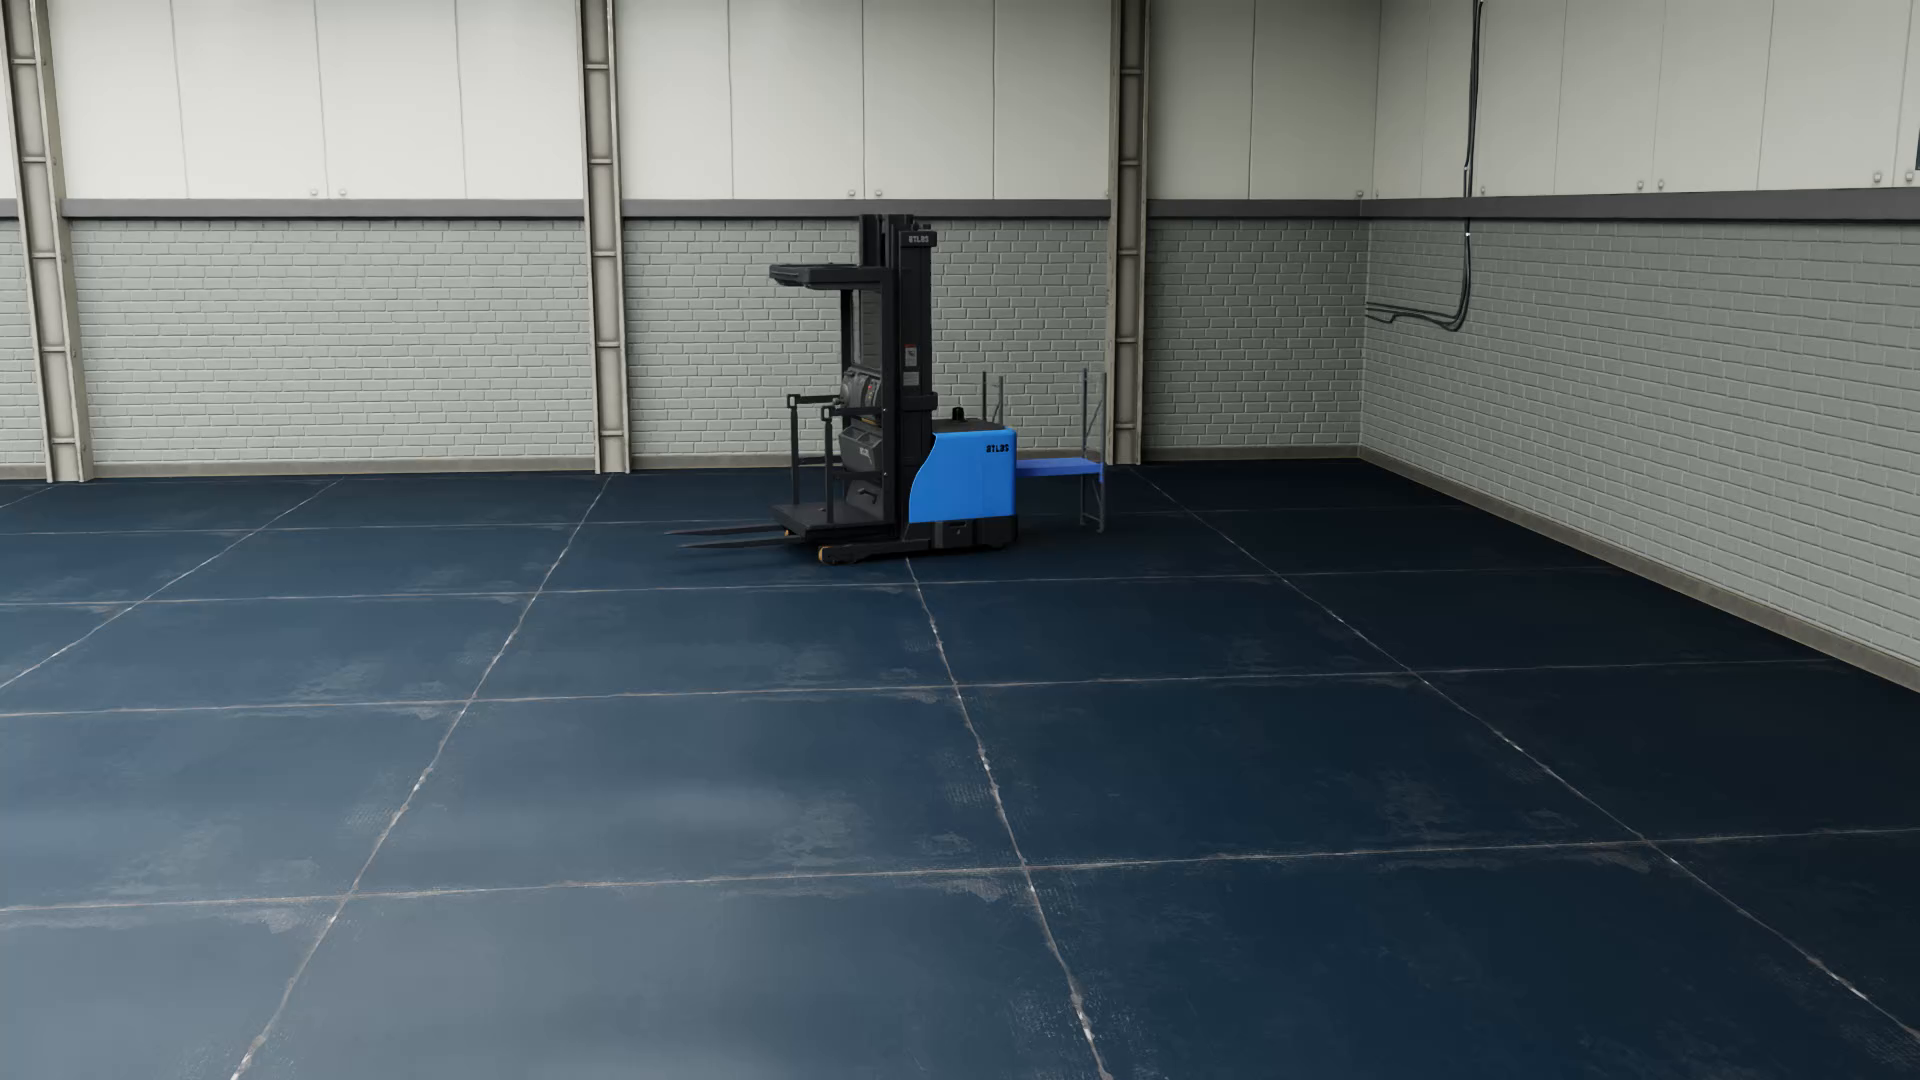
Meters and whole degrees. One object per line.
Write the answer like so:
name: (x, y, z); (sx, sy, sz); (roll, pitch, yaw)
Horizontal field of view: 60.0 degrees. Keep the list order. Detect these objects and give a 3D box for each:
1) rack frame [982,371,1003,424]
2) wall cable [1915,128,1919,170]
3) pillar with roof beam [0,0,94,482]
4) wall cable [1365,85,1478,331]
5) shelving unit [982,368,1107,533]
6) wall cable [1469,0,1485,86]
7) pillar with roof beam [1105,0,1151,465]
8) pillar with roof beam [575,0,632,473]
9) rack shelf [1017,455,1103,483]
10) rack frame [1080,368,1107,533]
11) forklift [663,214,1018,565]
rack frame: (0.297, -0.787, 15.365); (0.032, 1.500, 0.500); (-4, 12, -19)
wall cable: (6.027, -4.996, 8.517); (0.169, 6.003, 2.305); (-1, 11, -6)
pillar with roof beam: (-9.519, -4.264, 13.614); (0.400, 9.000, 9.100); (-1, 11, -6)
wall cable: (5.017, -3.624, 18.406); (0.112, 2.526, 3.097); (-1, 11, -6)
shelving unit: (0.778, -0.819, 15.527); (1.048, 1.500, 0.538); (-4, 12, -19)
wall cable: (5.309, -5.583, 15.280); (0.112, 2.526, 3.097); (-1, 11, -6)
pillar with roof beam: (2.411, -4.514, 14.885); (0.400, 9.000, 9.100); (-1, 11, -6)
pillar with roof beam: (-3.554, -4.389, 14.250); (0.400, 9.000, 9.100); (-1, 11, -6)
rack shelf: (0.778, -0.642, 15.562); (1.000, 0.185, 0.538); (-4, 12, -19)
rack frame: (1.259, -0.851, 15.689); (0.032, 1.500, 0.500); (-4, 12, -19)
forklift: (-1.050, -1.337, 14.453); (3.031, 2.935, 1.130); (-5, 12, -22)
